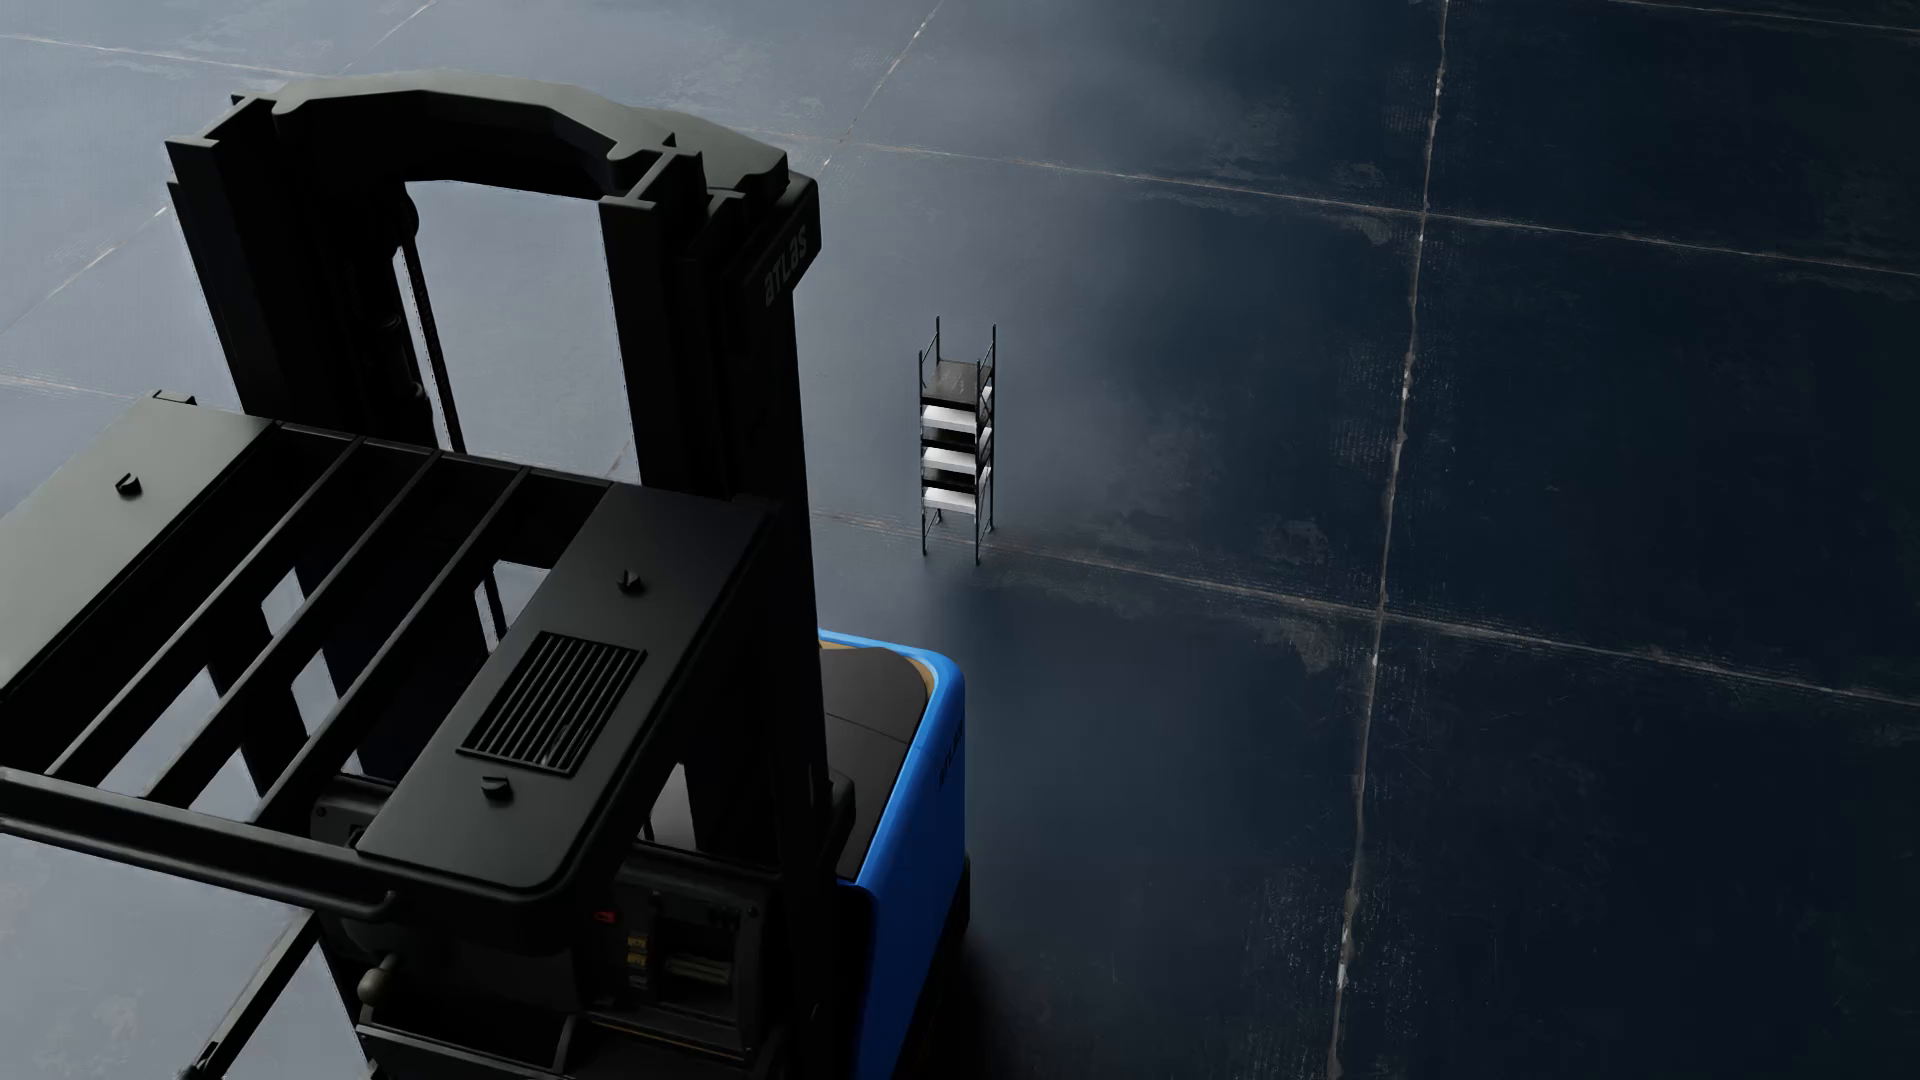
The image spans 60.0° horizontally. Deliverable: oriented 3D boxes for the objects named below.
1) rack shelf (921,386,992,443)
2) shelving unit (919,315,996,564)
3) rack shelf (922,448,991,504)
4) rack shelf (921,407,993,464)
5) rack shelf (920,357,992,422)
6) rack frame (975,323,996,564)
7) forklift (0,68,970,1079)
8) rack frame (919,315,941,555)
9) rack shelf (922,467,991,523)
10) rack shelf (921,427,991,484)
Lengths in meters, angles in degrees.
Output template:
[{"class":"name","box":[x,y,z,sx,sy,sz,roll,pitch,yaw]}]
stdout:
[{"class":"rack shelf","box":[-0.008,-0.458,5.868,0.200,0.077,0.258,10,41,11]},{"class":"shelving unit","box":[-0.008,-0.346,5.962,0.210,0.900,0.258,10,41,11]},{"class":"rack shelf","box":[-0.008,-0.252,6.042,0.200,0.077,0.258,10,41,11]},{"class":"rack shelf","box":[-0.008,-0.389,5.926,0.200,0.077,0.258,10,41,11]},{"class":"rack shelf","box":[-0.008,-0.527,5.810,0.200,0.077,0.258,10,41,11]},{"class":"rack frame","box":[0.090,-0.329,5.942,0.006,0.900,0.240,10,41,11]},{"class":"forklift","box":[-0.860,0.825,2.989,1.130,2.935,3.031,10,41,12]},{"class":"rack frame","box":[-0.106,-0.363,5.982,0.006,0.900,0.240,10,41,11]},{"class":"rack shelf","box":[-0.008,-0.183,6.099,0.200,0.077,0.258,10,41,11]},{"class":"rack shelf","box":[-0.008,-0.320,5.984,0.200,0.077,0.258,10,41,11]}]
